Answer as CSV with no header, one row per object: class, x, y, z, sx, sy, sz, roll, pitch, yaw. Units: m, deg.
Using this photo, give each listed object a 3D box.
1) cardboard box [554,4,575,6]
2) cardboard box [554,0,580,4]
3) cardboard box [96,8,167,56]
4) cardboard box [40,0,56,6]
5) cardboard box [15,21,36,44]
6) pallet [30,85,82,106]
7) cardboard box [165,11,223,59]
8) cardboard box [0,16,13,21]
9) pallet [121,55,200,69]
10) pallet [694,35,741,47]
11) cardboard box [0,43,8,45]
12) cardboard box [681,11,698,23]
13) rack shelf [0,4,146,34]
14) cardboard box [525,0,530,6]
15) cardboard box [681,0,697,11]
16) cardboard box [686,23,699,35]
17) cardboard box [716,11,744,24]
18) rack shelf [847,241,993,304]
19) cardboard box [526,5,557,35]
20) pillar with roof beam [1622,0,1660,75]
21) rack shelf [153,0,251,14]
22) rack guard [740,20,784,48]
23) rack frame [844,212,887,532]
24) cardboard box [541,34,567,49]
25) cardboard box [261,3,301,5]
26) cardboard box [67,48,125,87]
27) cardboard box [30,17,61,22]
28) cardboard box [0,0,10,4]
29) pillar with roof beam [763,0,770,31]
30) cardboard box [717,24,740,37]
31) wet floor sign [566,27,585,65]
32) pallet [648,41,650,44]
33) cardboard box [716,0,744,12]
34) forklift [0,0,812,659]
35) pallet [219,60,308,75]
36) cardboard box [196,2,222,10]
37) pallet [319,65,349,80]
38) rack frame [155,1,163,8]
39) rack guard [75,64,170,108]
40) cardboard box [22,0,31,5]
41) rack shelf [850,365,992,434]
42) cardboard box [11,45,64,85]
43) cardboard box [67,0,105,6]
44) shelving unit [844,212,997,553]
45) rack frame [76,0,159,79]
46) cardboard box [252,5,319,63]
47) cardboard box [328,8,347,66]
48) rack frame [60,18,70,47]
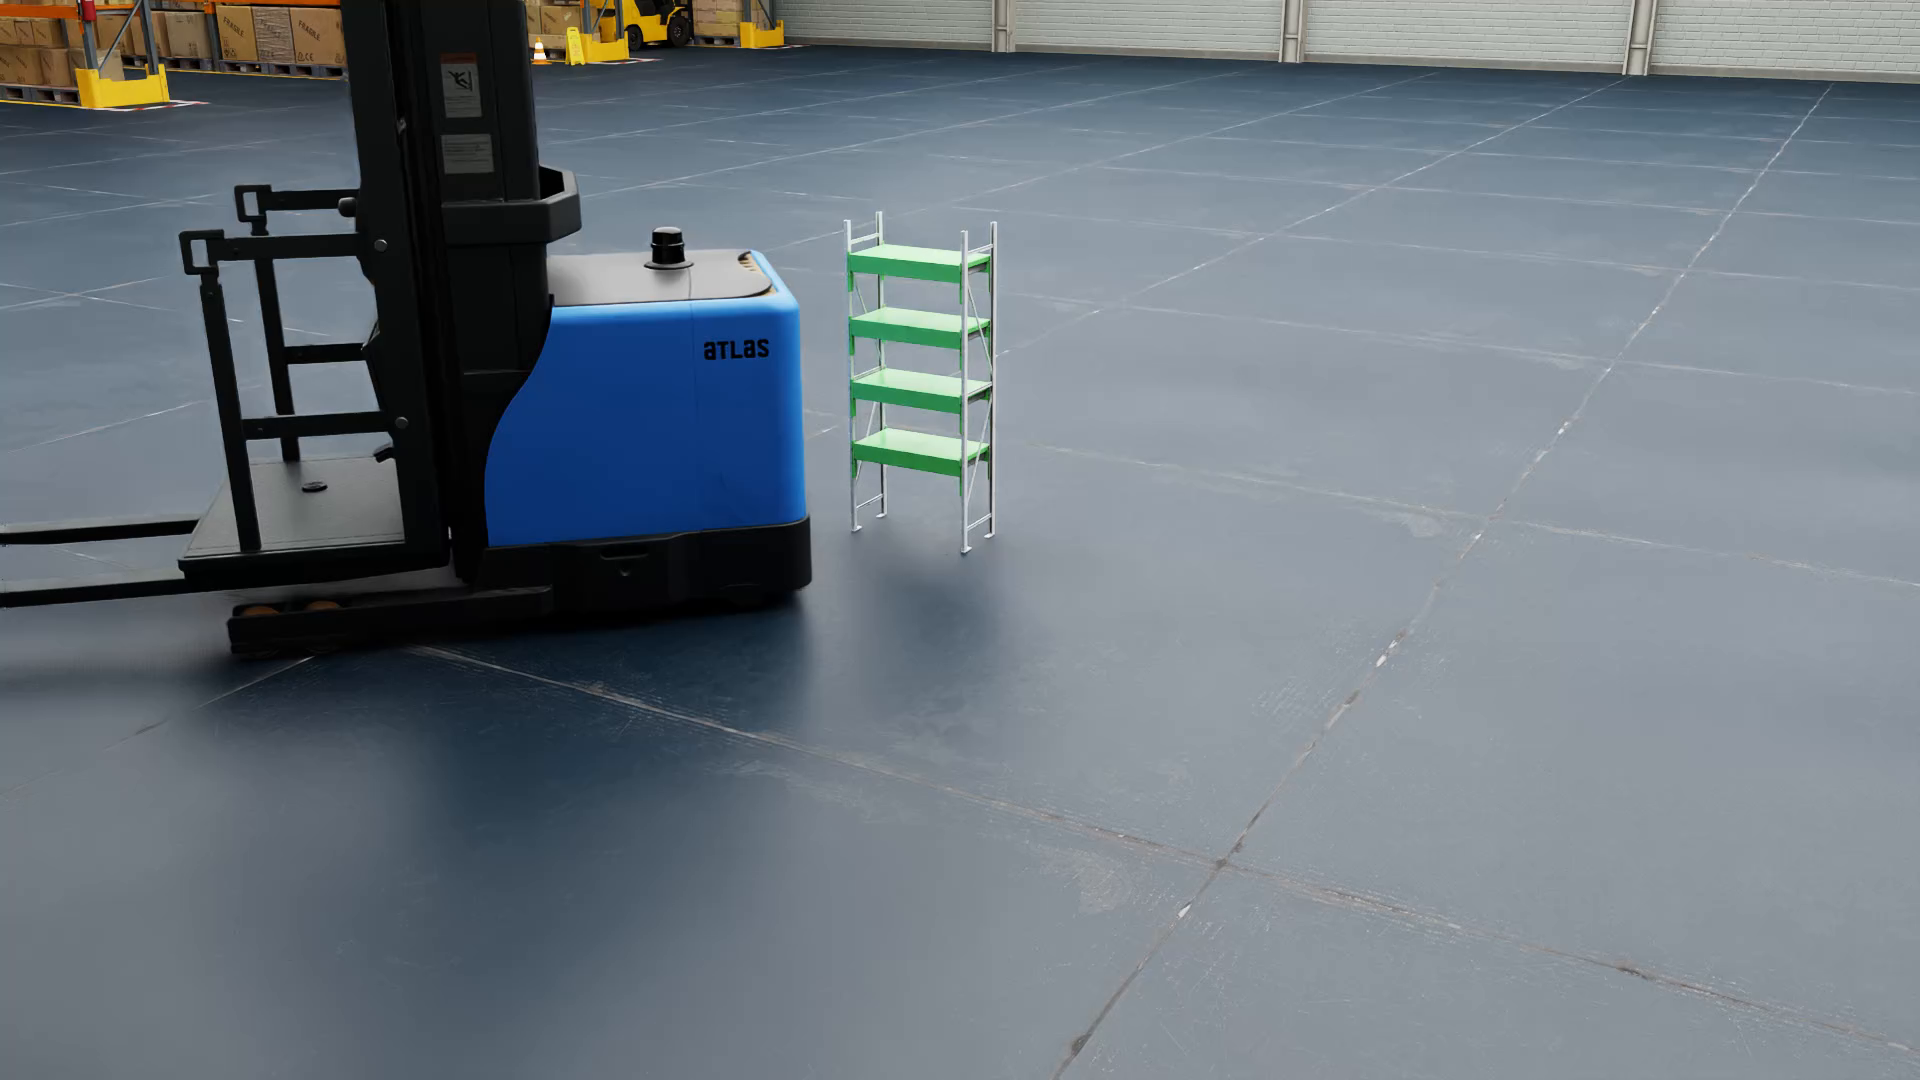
cardboard box,-7.657,-9.930,31.658,0.500,0.500,0.500,10,22,25
cardboard box,-8.818,-11.806,37.380,0.625,0.625,0.875,11,22,27
cardboard box,-14.666,-9.074,29.665,0.750,0.750,1.050,11,23,28
cardboard box,-12.252,-7.353,22.604,0.250,0.149,0.380,11,23,27
cardboard box,-17.072,-9.348,30.787,0.500,0.500,0.500,12,23,29
pallet,-12.200,-6.264,23.324,1.213,0.211,1.003,11,23,27
cardboard box,-13.012,-8.758,28.793,0.750,0.750,1.050,11,23,27
cardboard box,-17.525,-9.787,30.898,0.500,0.250,0.500,11,23,29
pallet,-14.206,-8.539,29.596,1.213,0.211,1.003,11,23,27
pallet,-4.879,-10.649,35.413,1.213,0.211,1.003,11,23,27
cardboard box,-14.100,-6.933,24.128,0.500,0.500,0.500,-17,26,-39
cardboard box,-5.662,-11.139,35.358,0.500,0.250,0.500,10,22,26
rack shelf,-13.187,-7.411,23.452,4.000,0.370,1.077,11,23,27
cardboard box,-8.006,-10.069,31.089,0.250,0.149,0.380,11,23,28
cardboard box,-5.639,-11.368,35.255,0.500,0.250,0.500,11,23,28
cardboard box,-5.617,-10.905,35.447,0.500,0.250,0.500,11,23,28
cardboard box,-4.768,-10.973,34.899,0.500,0.250,0.500,10,22,27
rack shelf,-0.144,-0.983,6.095,0.480,0.148,0.258,11,23,27
cardboard box,-7.892,-9.766,31.205,0.500,0.500,0.500,12,23,29
pillar with roof beam,9.256,-10.774,22.871,0.400,9.000,9.100,11,23,27
rack shelf,-14.172,-9.536,29.310,4.000,0.370,1.077,11,23,27
rack guard,-4.170,-10.666,35.036,0.348,0.500,1.175,11,23,27
rack frame,-0.358,-0.632,6.348,0.015,1.200,0.240,11,23,27
cardboard box,-7.466,-9.330,31.103,0.500,0.250,0.500,11,23,27
cardboard box,-14.155,-11.035,34.889,0.875,0.875,0.875,11,22,27
cardboard box,-11.978,-6.548,23.067,0.500,0.500,0.500,16,25,37
cardboard box,-16.643,-9.617,30.429,0.500,0.250,0.500,10,22,26
cardboard box,-13.152,-7.503,23.018,0.250,0.149,0.380,11,23,27
pillar with roof beam,-6.459,-13.768,31.124,0.400,9.000,9.100,11,23,27
cardboard box,-4.755,-10.734,34.974,0.500,0.250,0.500,11,23,28
wet floor sign,-6.964,-8.910,29.982,0.267,0.644,0.232,-16,26,-38
pallet,-7.009,-11.055,36.531,1.213,0.211,1.003,11,23,27
cardboard box,-4.745,-11.204,34.803,0.500,0.250,0.500,12,23,29
forklift,-2.088,-1.195,5.361,3.031,2.935,1.130,-5,20,-13
pallet,-11.801,-8.081,28.333,1.213,0.211,1.003,11,23,27
cardboard box,-15.712,-11.334,35.711,0.875,0.875,0.875,12,23,29
pallet,-9.670,-7.675,27.215,1.213,0.211,1.003,11,23,27
rack frame,-17.085,-12.362,36.047,0.127,3.000,1.000,11,23,27
rack guard,-11.508,-6.254,22.873,0.348,0.500,1.175,11,23,27
cardboard box,-12.661,-7.453,22.880,0.250,0.149,0.380,11,23,27
rack shelf,-0.145,-0.532,6.258,0.480,0.148,0.258,11,23,27
cardboard box,-13.054,-6.747,23.616,0.500,0.500,0.500,13,24,32
cardboard box,-11.791,-7.284,22.416,0.250,0.149,0.380,11,23,27
shelving unit,-0.145,-0.592,6.236,0.503,1.200,0.258,11,23,27
rack frame,-11.441,-7.417,22.412,0.127,3.000,1.000,11,23,27
cardboard box,-11.122,-8.466,27.805,0.875,0.875,0.875,11,23,28
cardboard box,-9.558,-8.168,26.984,0.875,0.875,0.875,11,23,28
rack frame,-15.918,-10.207,30.104,0.127,3.000,1.000,11,23,27
